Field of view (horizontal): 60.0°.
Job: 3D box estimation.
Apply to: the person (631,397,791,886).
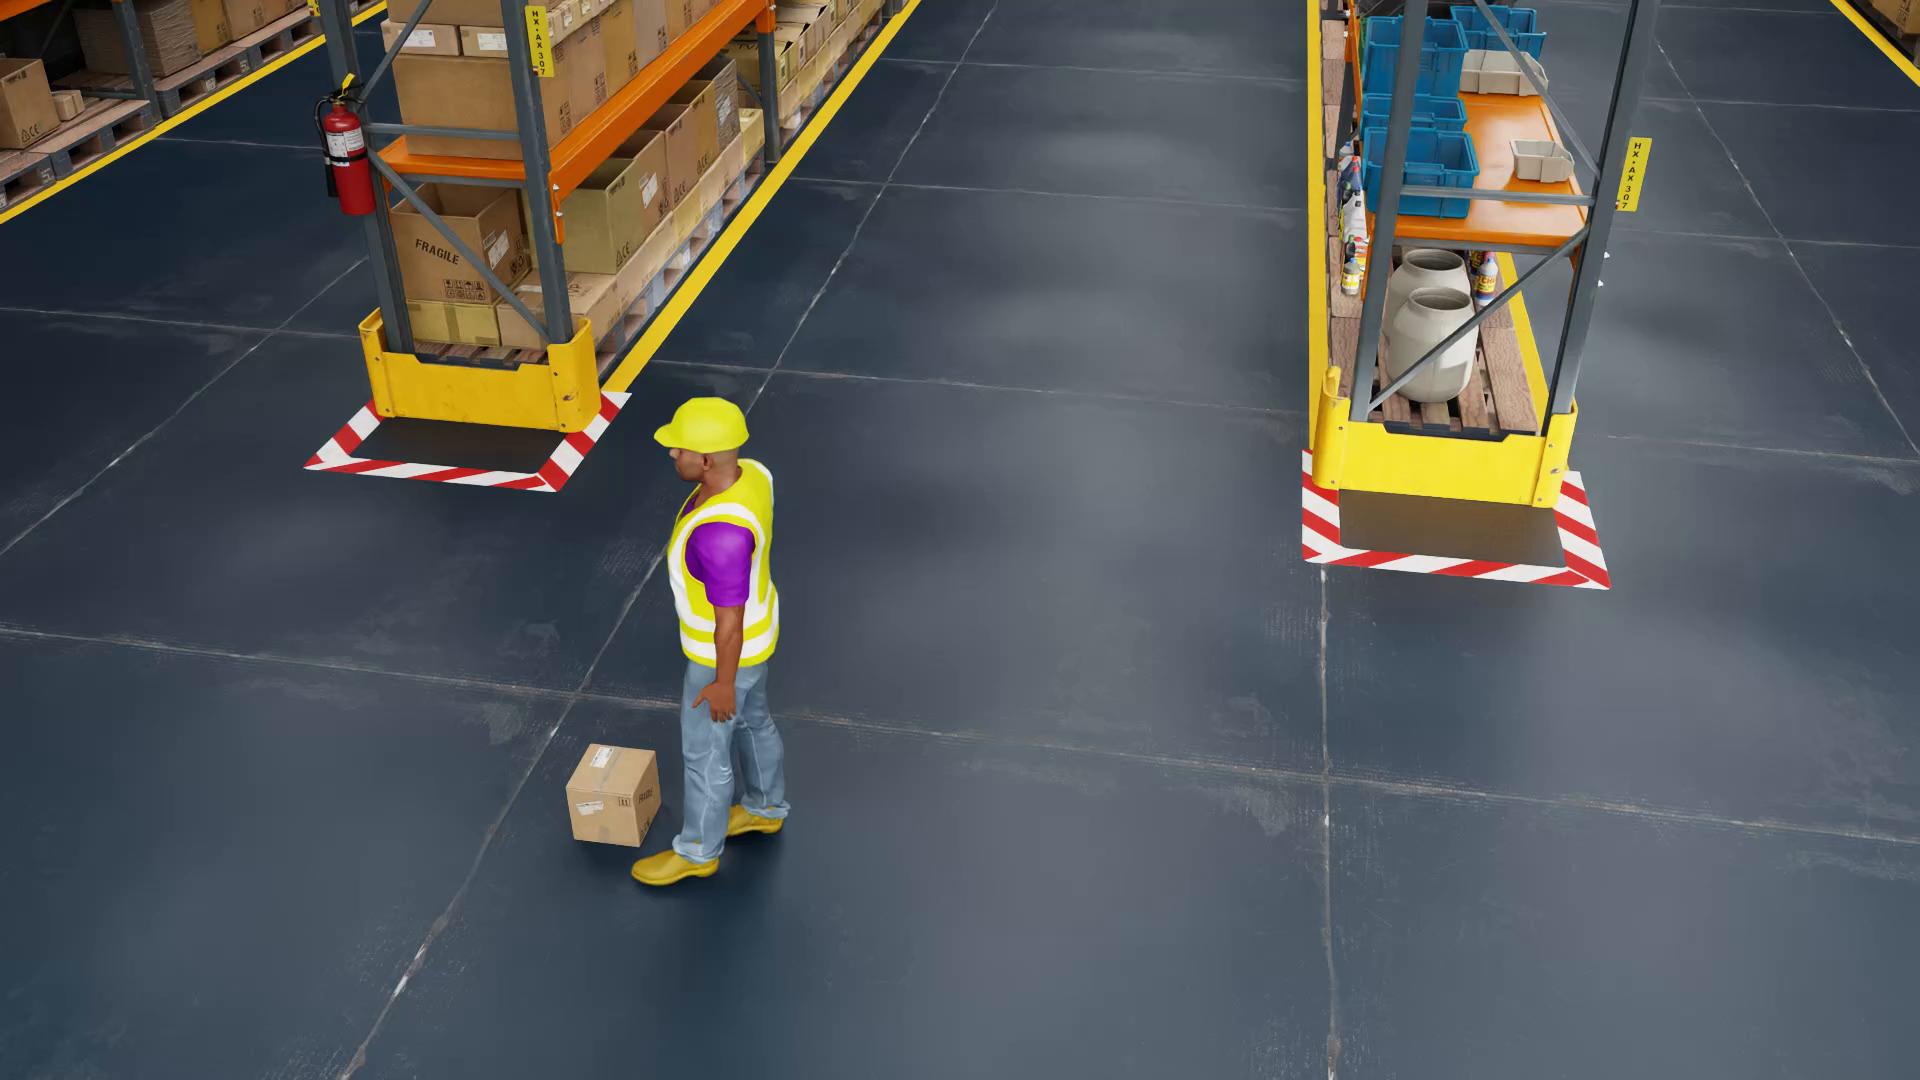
[{"bbox_3d":[-0.880,0.328,5.578,0.548,1.774,0.583,0,32,1],"label":"person"}]
